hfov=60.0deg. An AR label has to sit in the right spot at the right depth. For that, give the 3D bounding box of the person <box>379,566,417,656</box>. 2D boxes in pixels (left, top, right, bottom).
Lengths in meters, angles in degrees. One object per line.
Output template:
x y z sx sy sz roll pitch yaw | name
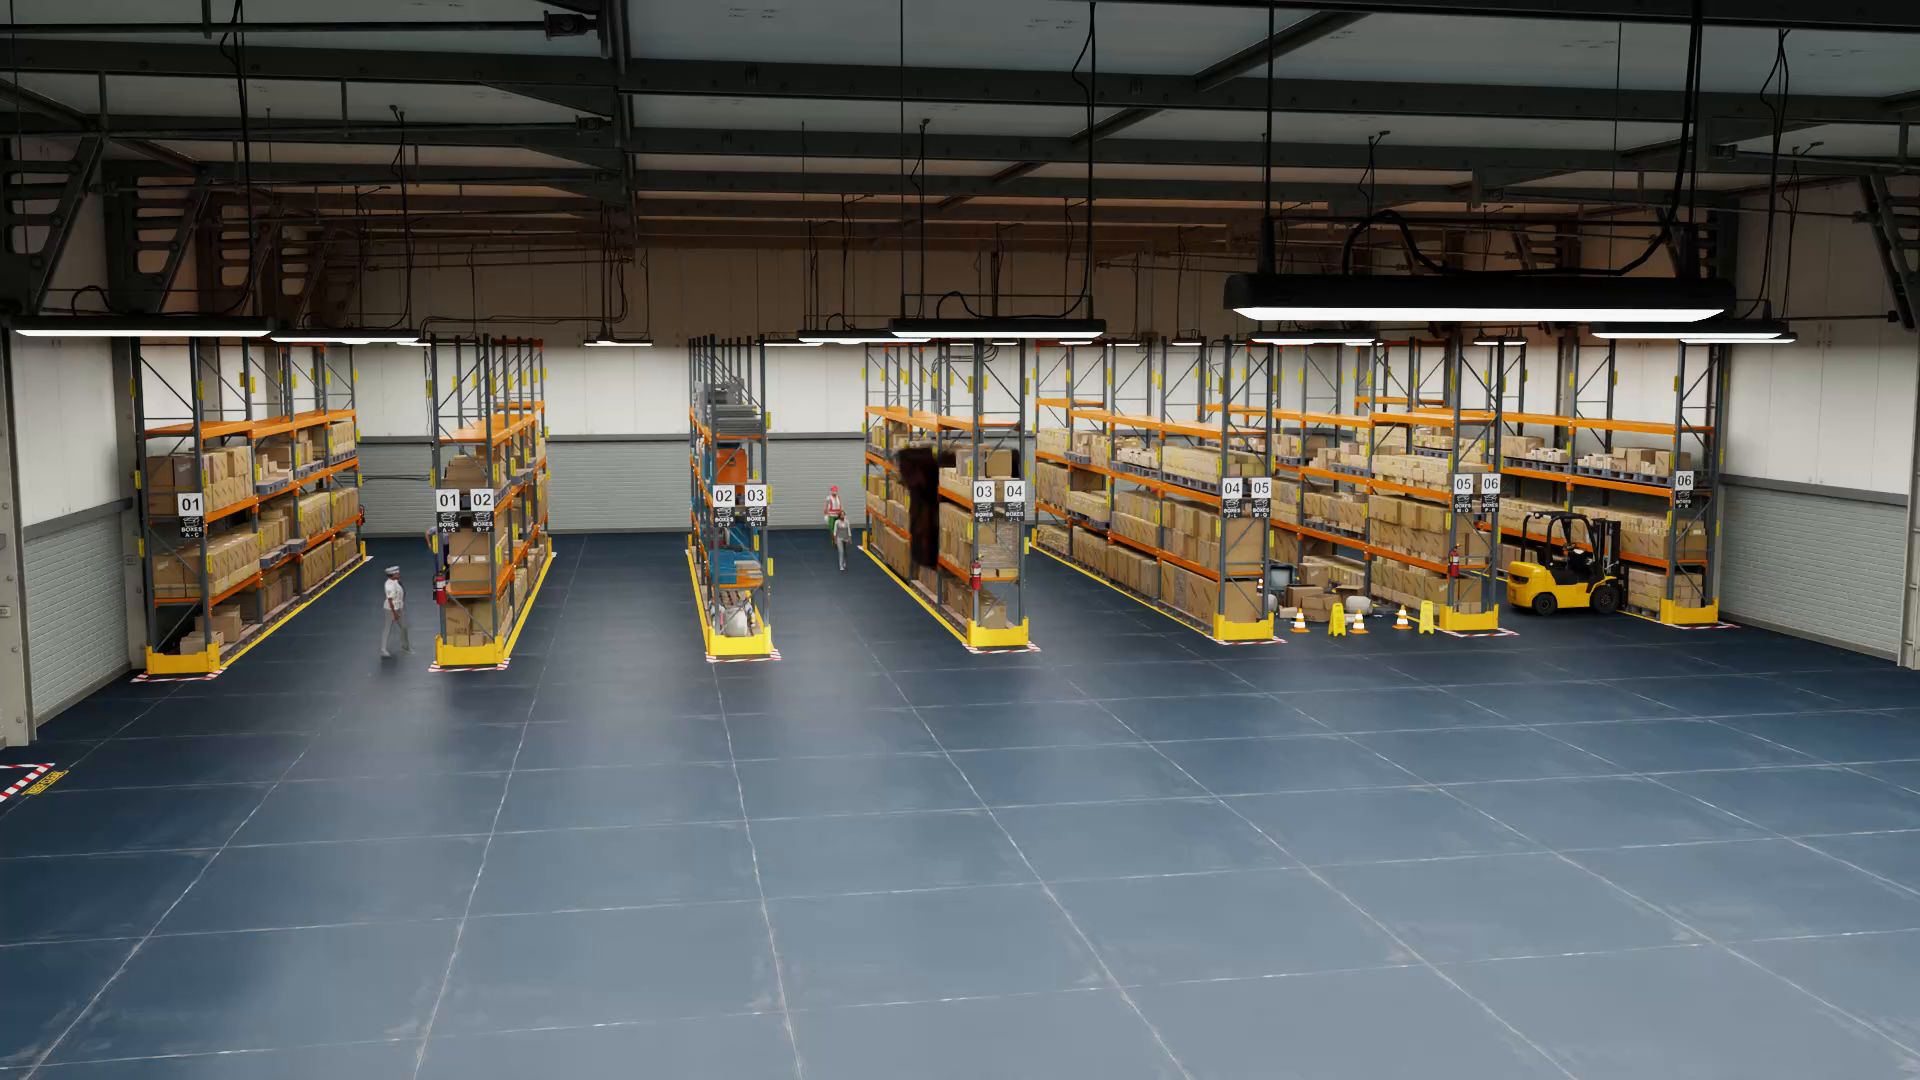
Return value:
-10.604 1.338 31.226 0.534 1.704 0.620 1 7 12 | person

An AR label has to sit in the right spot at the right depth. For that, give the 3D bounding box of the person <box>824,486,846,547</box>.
-3.614 -0.691 48.177 0.595 1.741 0.970 -3 7 -22 | person

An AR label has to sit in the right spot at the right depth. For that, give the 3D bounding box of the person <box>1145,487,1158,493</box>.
6.088 -1.157 52.645 0.542 1.777 0.527 -5 8 -36 | person

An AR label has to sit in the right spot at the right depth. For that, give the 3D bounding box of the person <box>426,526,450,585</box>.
-12.704 0.254 40.591 0.641 1.579 1.028 -1 7 -9 | person

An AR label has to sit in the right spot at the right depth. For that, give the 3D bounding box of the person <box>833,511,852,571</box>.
-3.066 -0.003 43.261 0.447 1.548 0.939 -2 7 -14 | person
